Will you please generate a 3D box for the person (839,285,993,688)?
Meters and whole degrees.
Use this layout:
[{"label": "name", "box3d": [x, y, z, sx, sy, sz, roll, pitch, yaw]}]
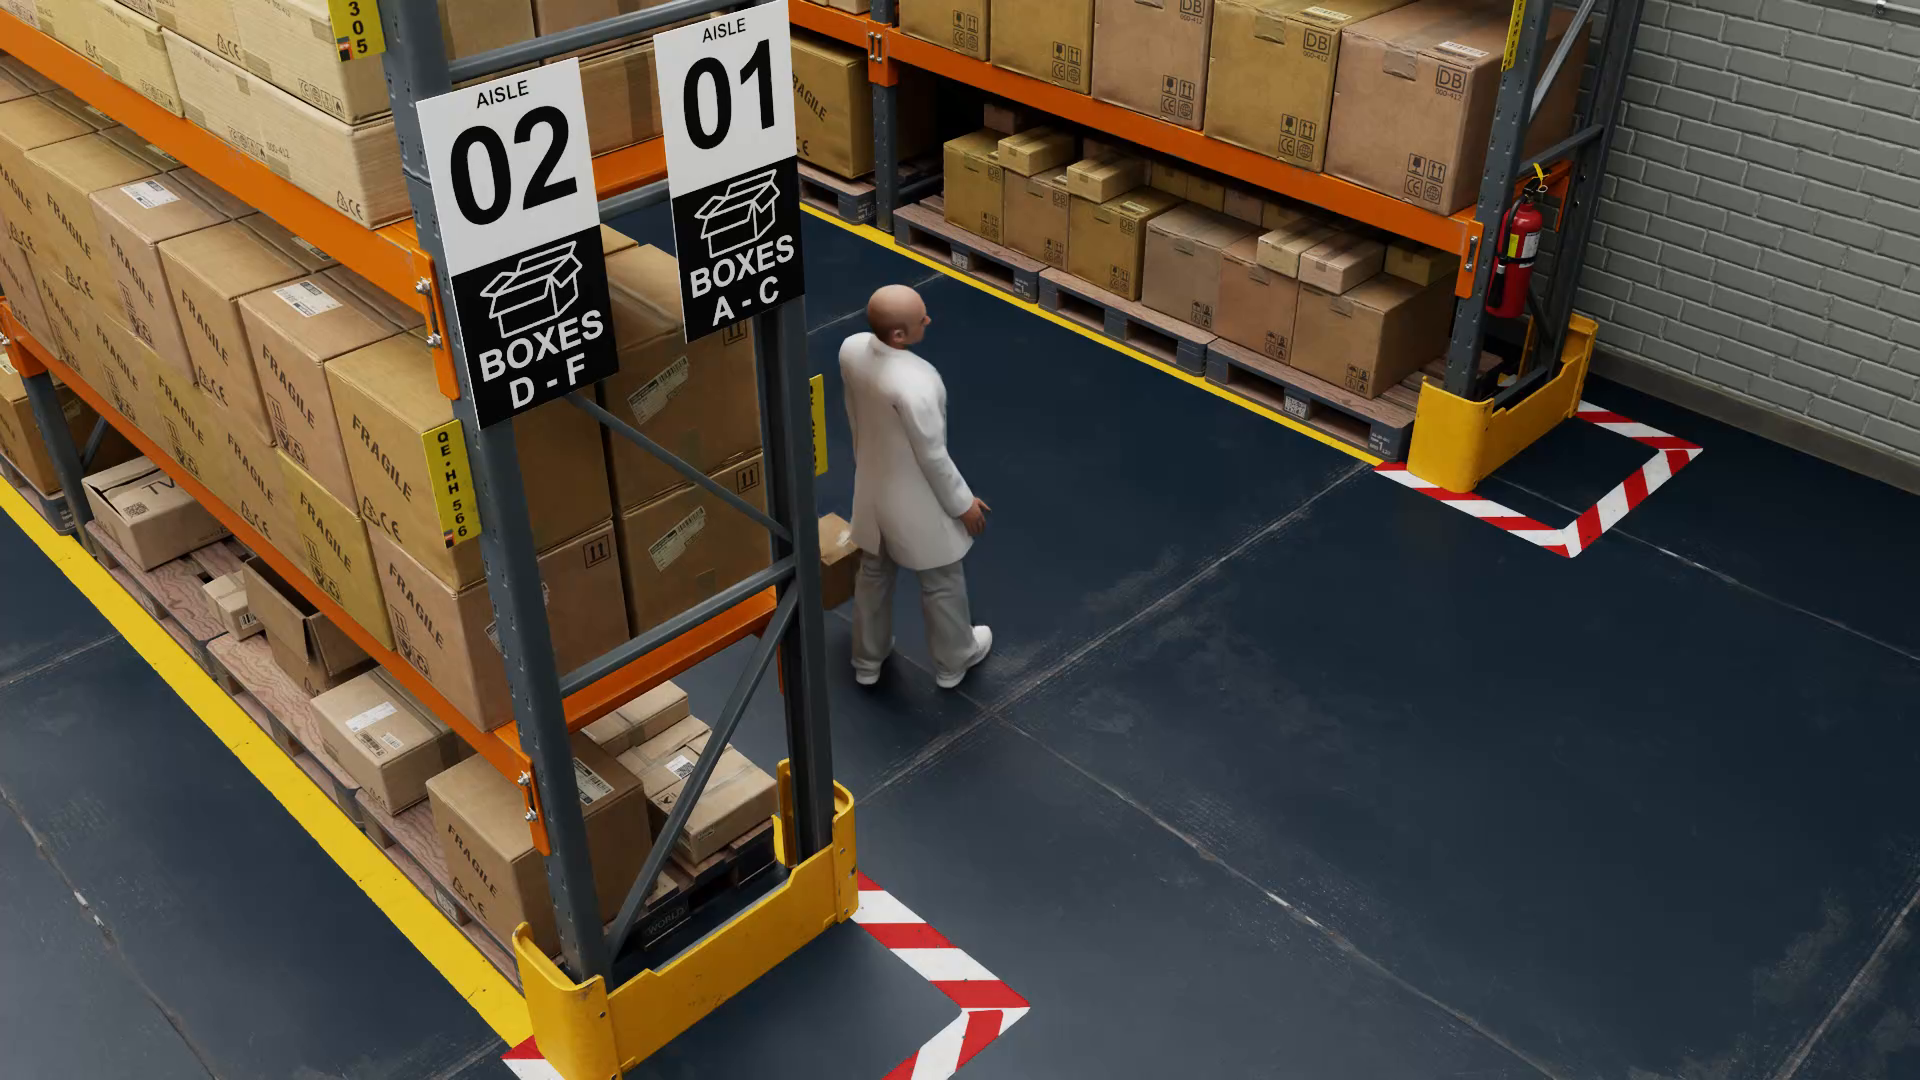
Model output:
[{"label": "person", "box3d": [-0.148, -0.198, 6.430, 0.597, 1.747, 0.623, -27, 43, -33]}]
